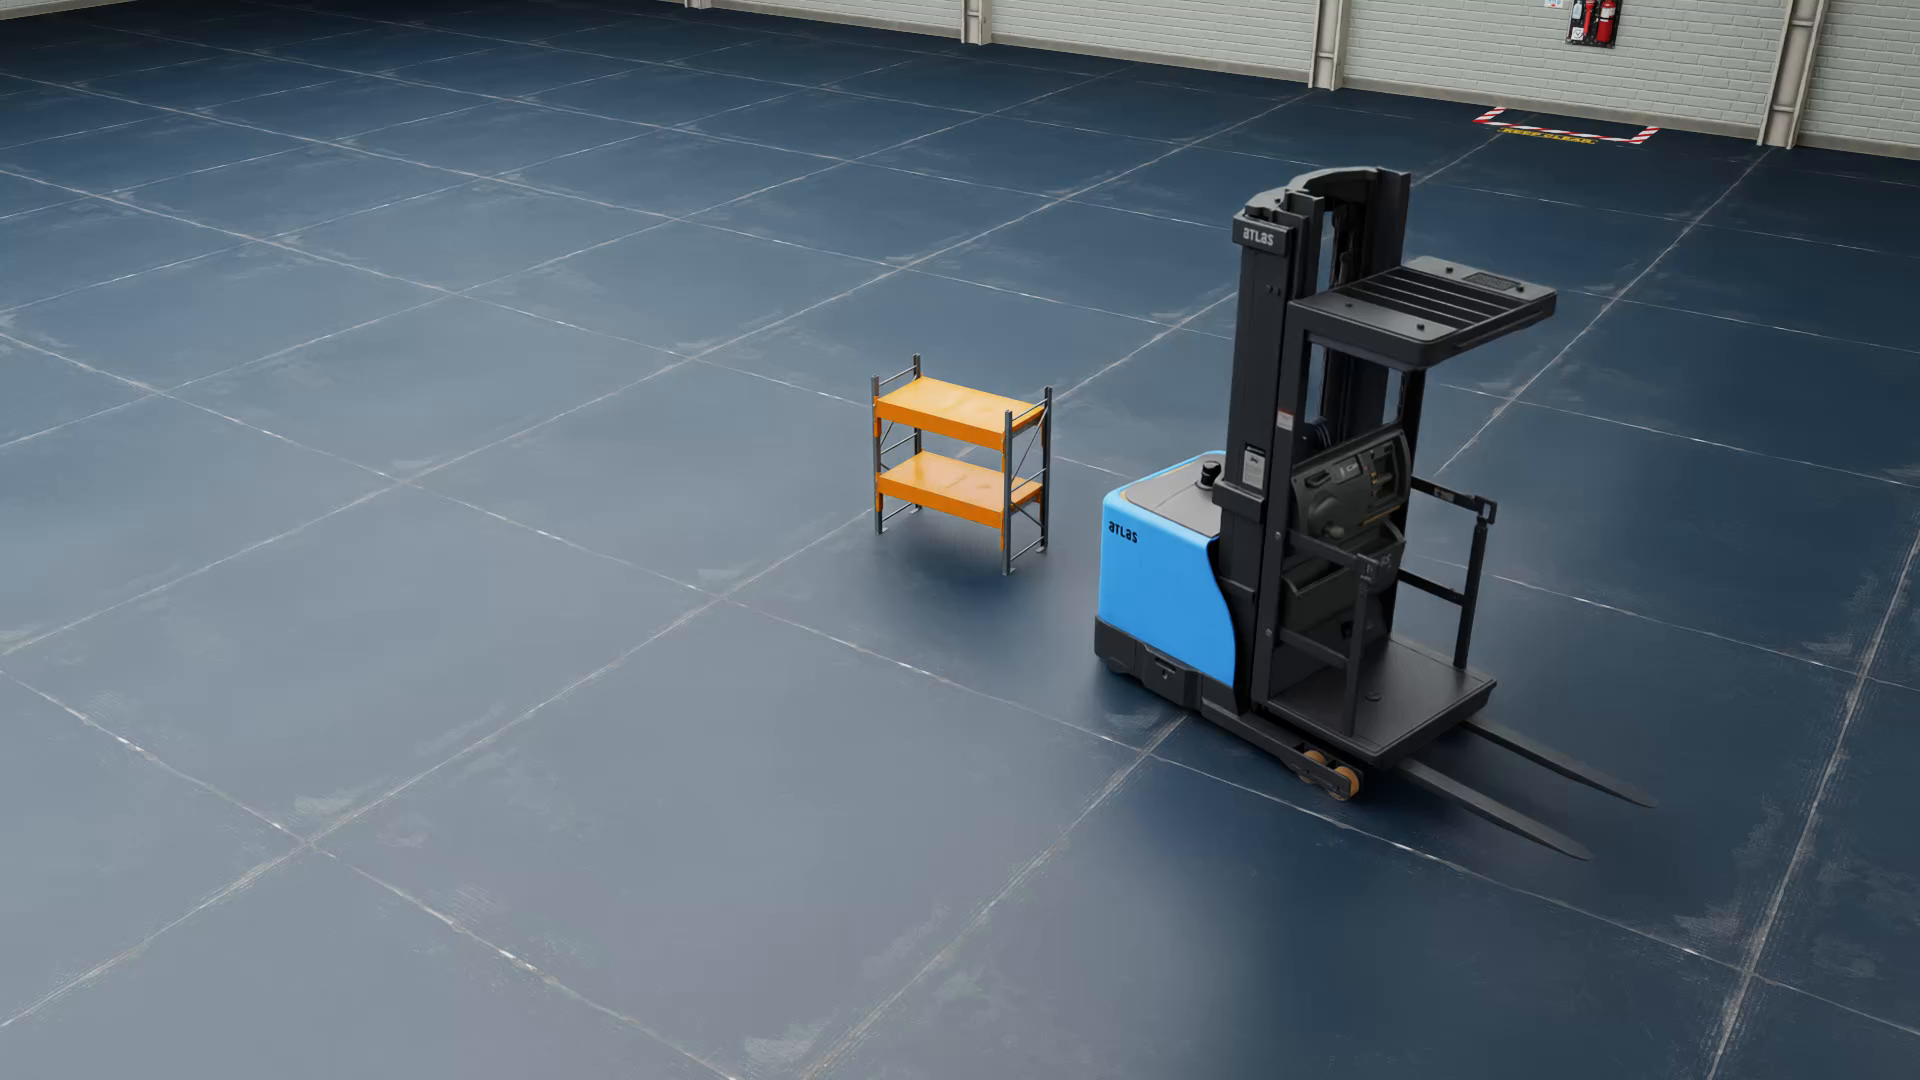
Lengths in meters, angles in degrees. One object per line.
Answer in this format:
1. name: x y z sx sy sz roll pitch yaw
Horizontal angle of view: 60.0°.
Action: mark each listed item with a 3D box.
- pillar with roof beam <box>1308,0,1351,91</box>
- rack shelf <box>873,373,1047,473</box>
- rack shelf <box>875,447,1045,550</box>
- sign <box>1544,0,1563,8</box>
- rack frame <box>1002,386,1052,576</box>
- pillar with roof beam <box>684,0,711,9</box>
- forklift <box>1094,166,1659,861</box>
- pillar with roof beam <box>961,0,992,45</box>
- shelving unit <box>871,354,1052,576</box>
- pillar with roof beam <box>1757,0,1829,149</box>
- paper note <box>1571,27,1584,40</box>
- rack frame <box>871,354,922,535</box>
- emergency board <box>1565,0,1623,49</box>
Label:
1. pillar with roof beam: 2.774 -8.863 18.518 0.400 9.000 9.100 17 32 30
2. rack shelf: 0.006 -0.760 10.633 1.000 0.278 0.538 17 32 30
3. rack shelf: 0.006 -0.282 10.876 1.000 0.278 0.538 17 32 30
4. sign: 7.745 -7.104 21.636 0.234 0.329 0.001 17 32 30
5. rack frame: 0.425 -0.369 10.509 0.032 1.125 0.500 17 32 30
6. pillar with roof beam: -7.117 -11.945 24.574 0.400 9.000 9.100 17 32 30
7. forklift: 2.126 -0.249 8.281 1.130 2.935 3.031 -22 34 -36
8. pillar with roof beam: -2.172 -10.404 21.546 0.400 9.000 9.100 17 32 30
9. shelving unit: 0.006 -0.500 10.765 1.048 1.125 0.538 17 32 30
10. pillar with roof beam: 7.720 -7.322 15.491 0.400 9.000 9.100 17 32 30
11. paper note: 8.035 -6.586 21.629 0.142 0.148 0.016 17 32 30
12. rack frame: -0.413 -0.630 11.022 0.032 1.125 0.500 17 32 30
13. emergency board: 8.142 -6.907 21.289 0.643 1.169 0.194 17 32 30
